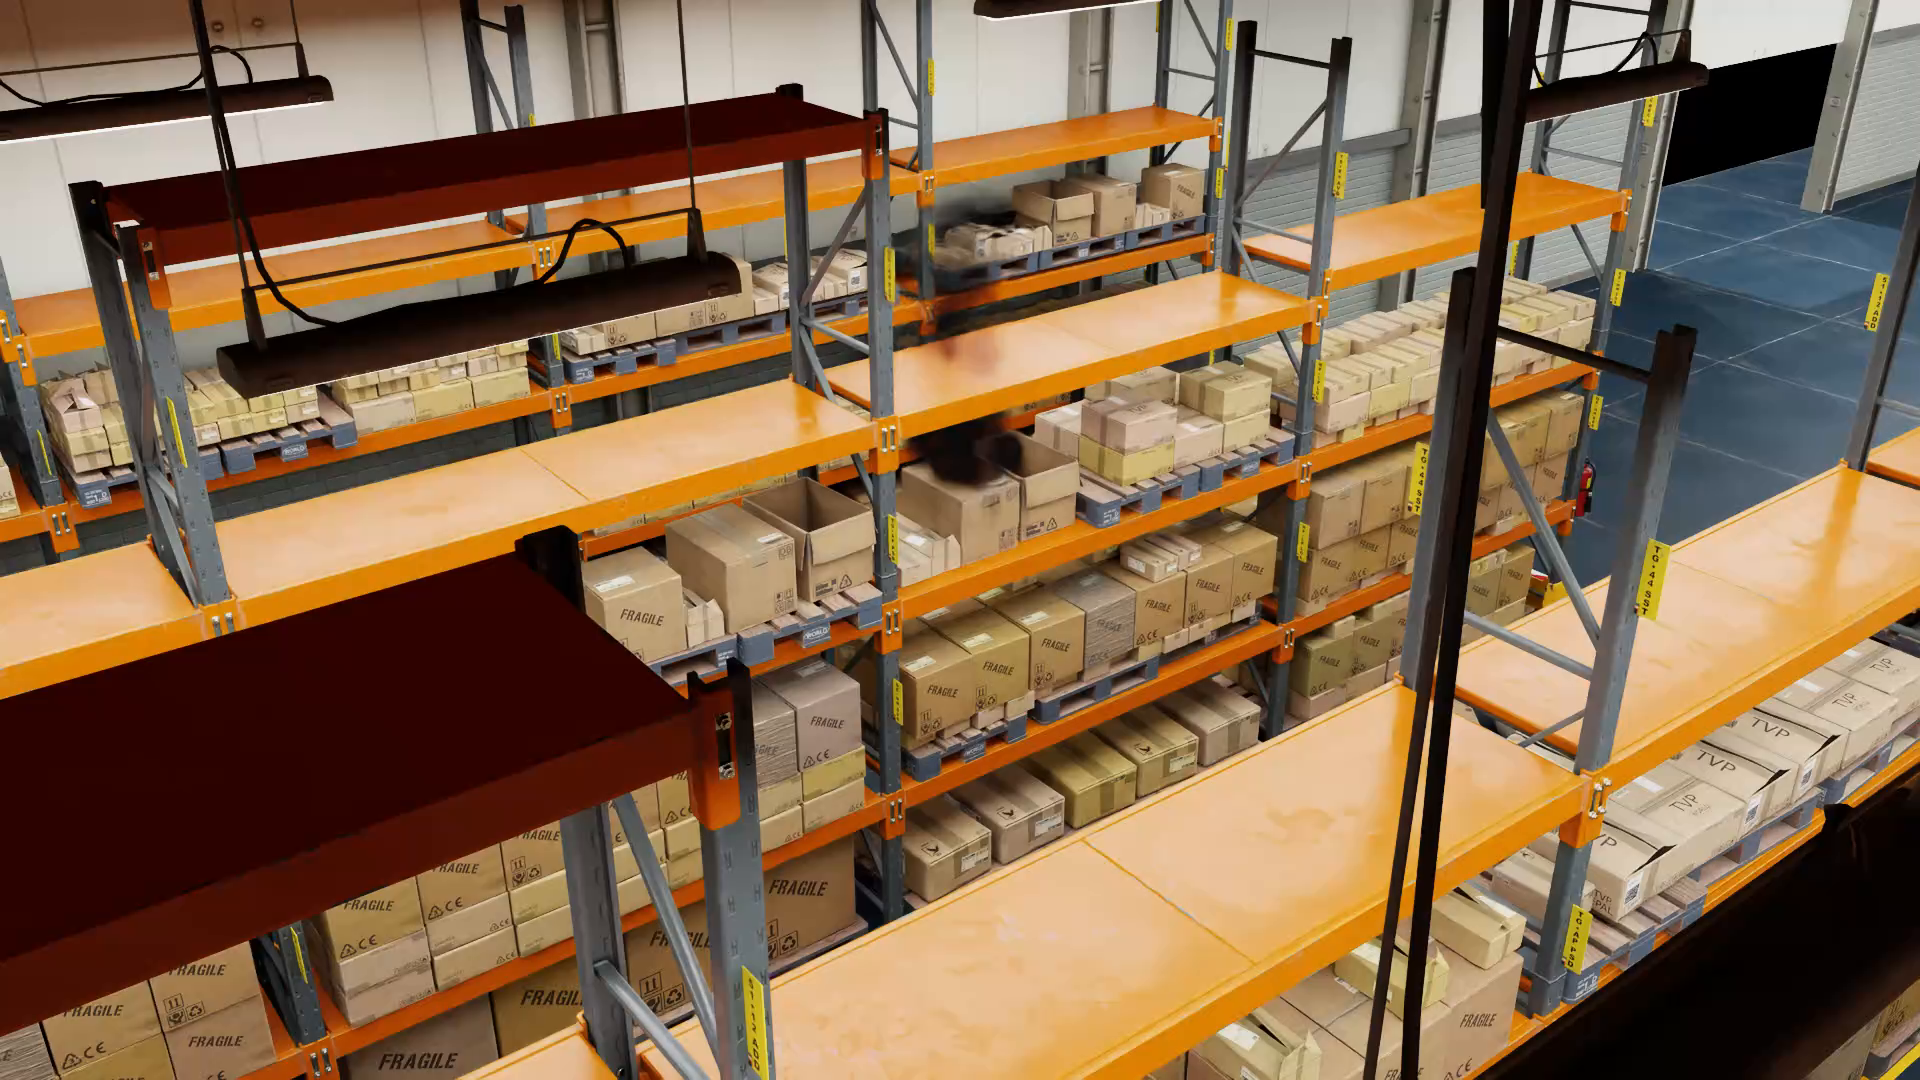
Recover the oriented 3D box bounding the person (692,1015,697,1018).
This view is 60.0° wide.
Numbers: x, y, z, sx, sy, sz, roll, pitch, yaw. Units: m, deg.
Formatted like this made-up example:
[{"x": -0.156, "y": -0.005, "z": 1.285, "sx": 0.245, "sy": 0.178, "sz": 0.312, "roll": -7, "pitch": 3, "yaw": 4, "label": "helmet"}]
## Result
[{"x": -1.231, "y": 3.311, "z": 9.448, "sx": 0.888, "sy": 1.745, "sz": 0.710, "roll": -22, "pitch": 33, "yaw": -37, "label": "person"}]
